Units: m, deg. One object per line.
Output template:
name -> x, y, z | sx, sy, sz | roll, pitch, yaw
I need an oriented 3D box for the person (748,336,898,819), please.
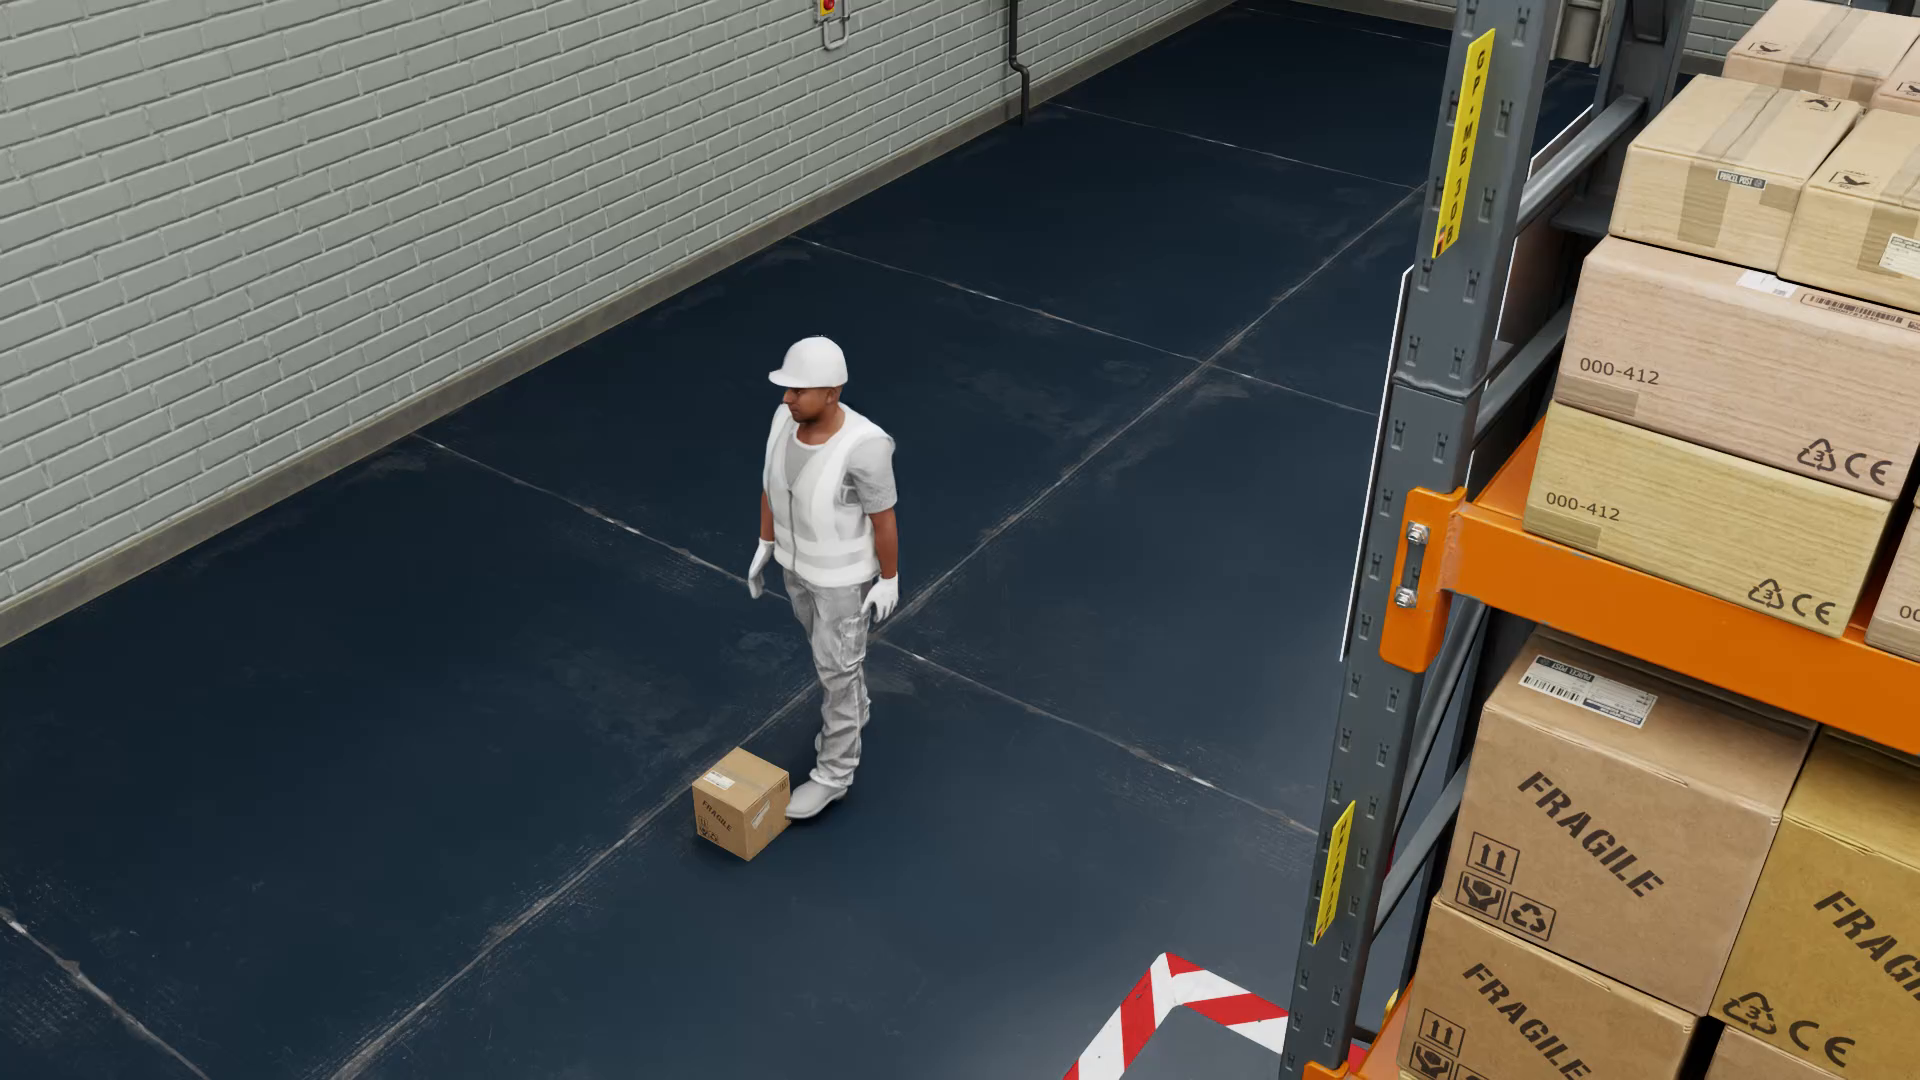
person -> -0.546, 0.124, 5.919 | 0.556, 1.777, 0.649 | 29, 44, 35
